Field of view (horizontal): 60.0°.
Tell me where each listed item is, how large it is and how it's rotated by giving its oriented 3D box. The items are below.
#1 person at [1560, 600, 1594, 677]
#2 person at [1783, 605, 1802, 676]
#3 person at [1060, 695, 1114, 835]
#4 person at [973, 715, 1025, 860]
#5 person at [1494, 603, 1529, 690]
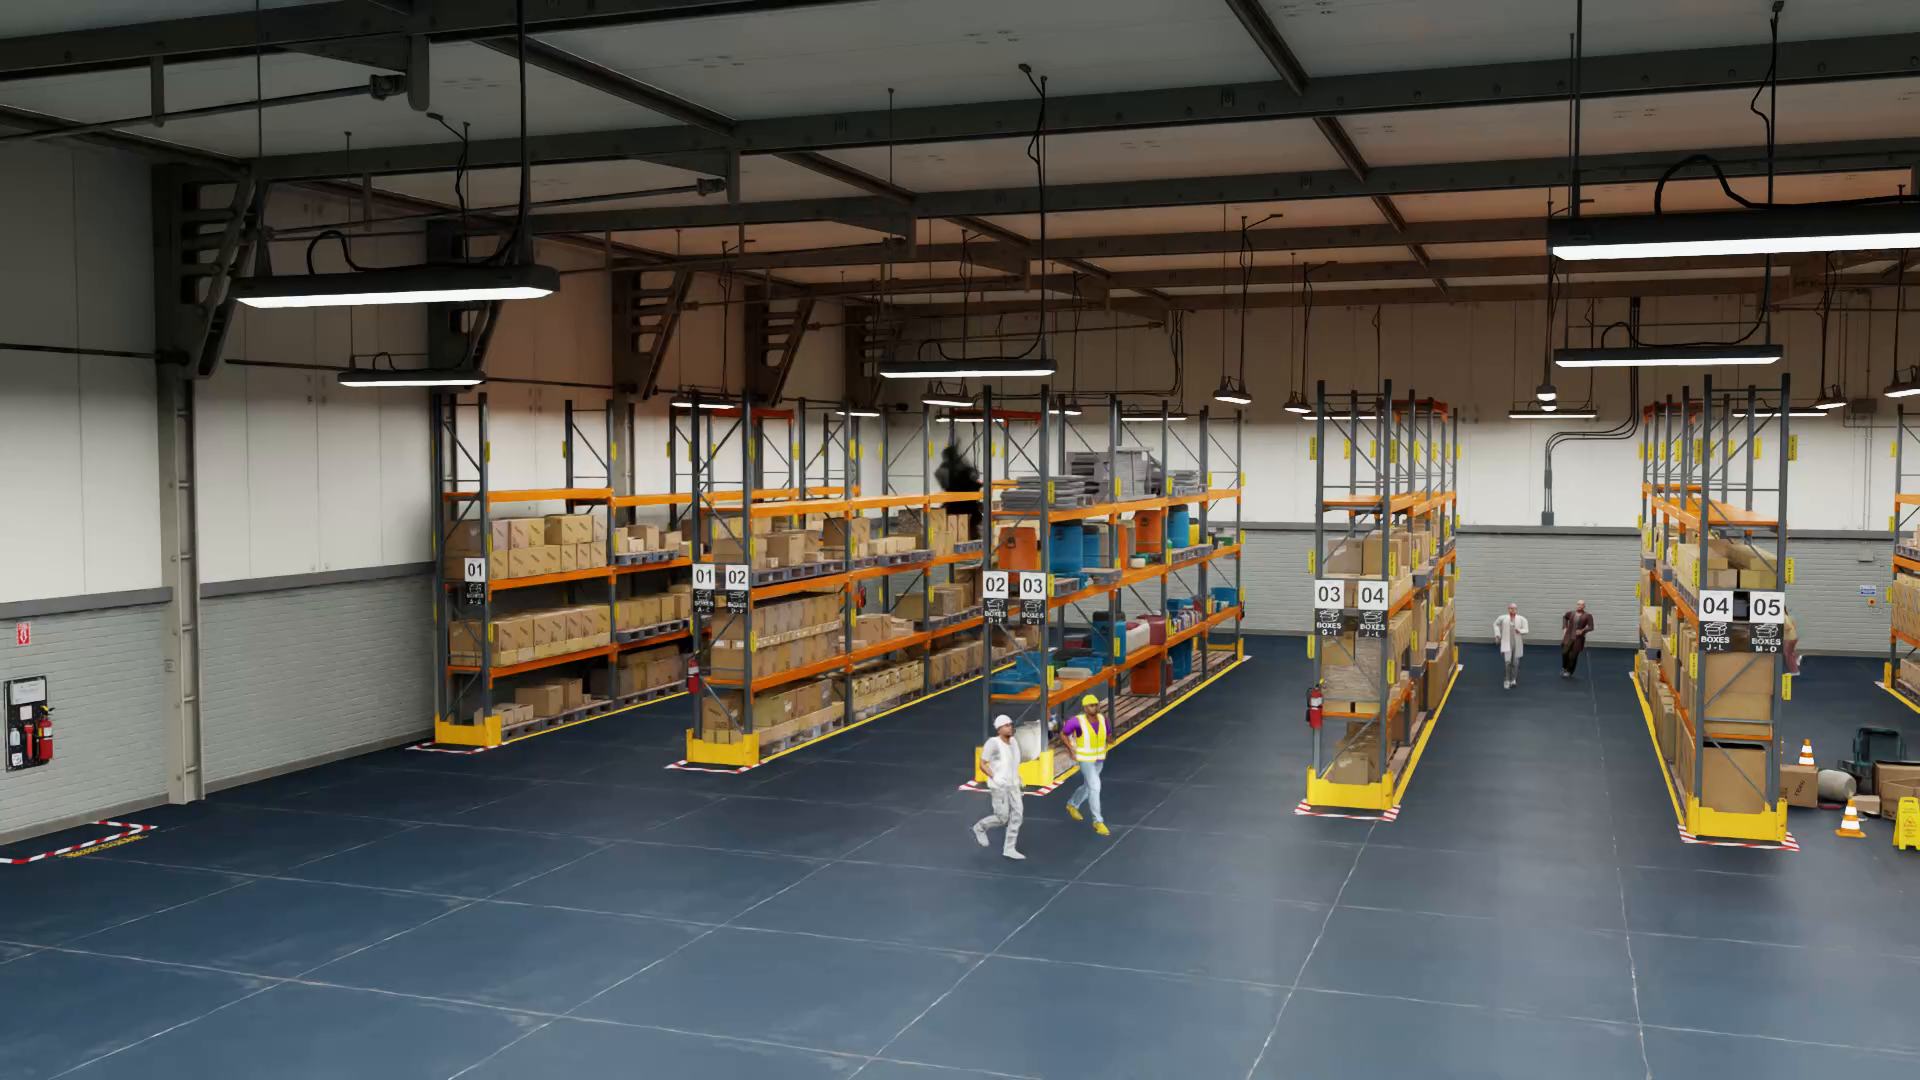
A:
[{"bbox_3d":[13.600,2.182,36.668,0.728,1.733,0.640,2,4,32],"label":"person"},{"bbox_3d":[18.453,2.239,37.131,0.659,1.598,0.569,1,3,15],"label":"person"},{"bbox_3d":[1.738,2.937,22.085,0.676,1.794,0.910,-2,4,-36],"label":"person"},{"bbox_3d":[0.499,3.036,20.572,0.752,1.757,0.685,3,4,43],"label":"person"},{"bbox_3d":[11.653,2.252,35.135,0.672,1.830,0.808,1,3,10],"label":"person"}]
